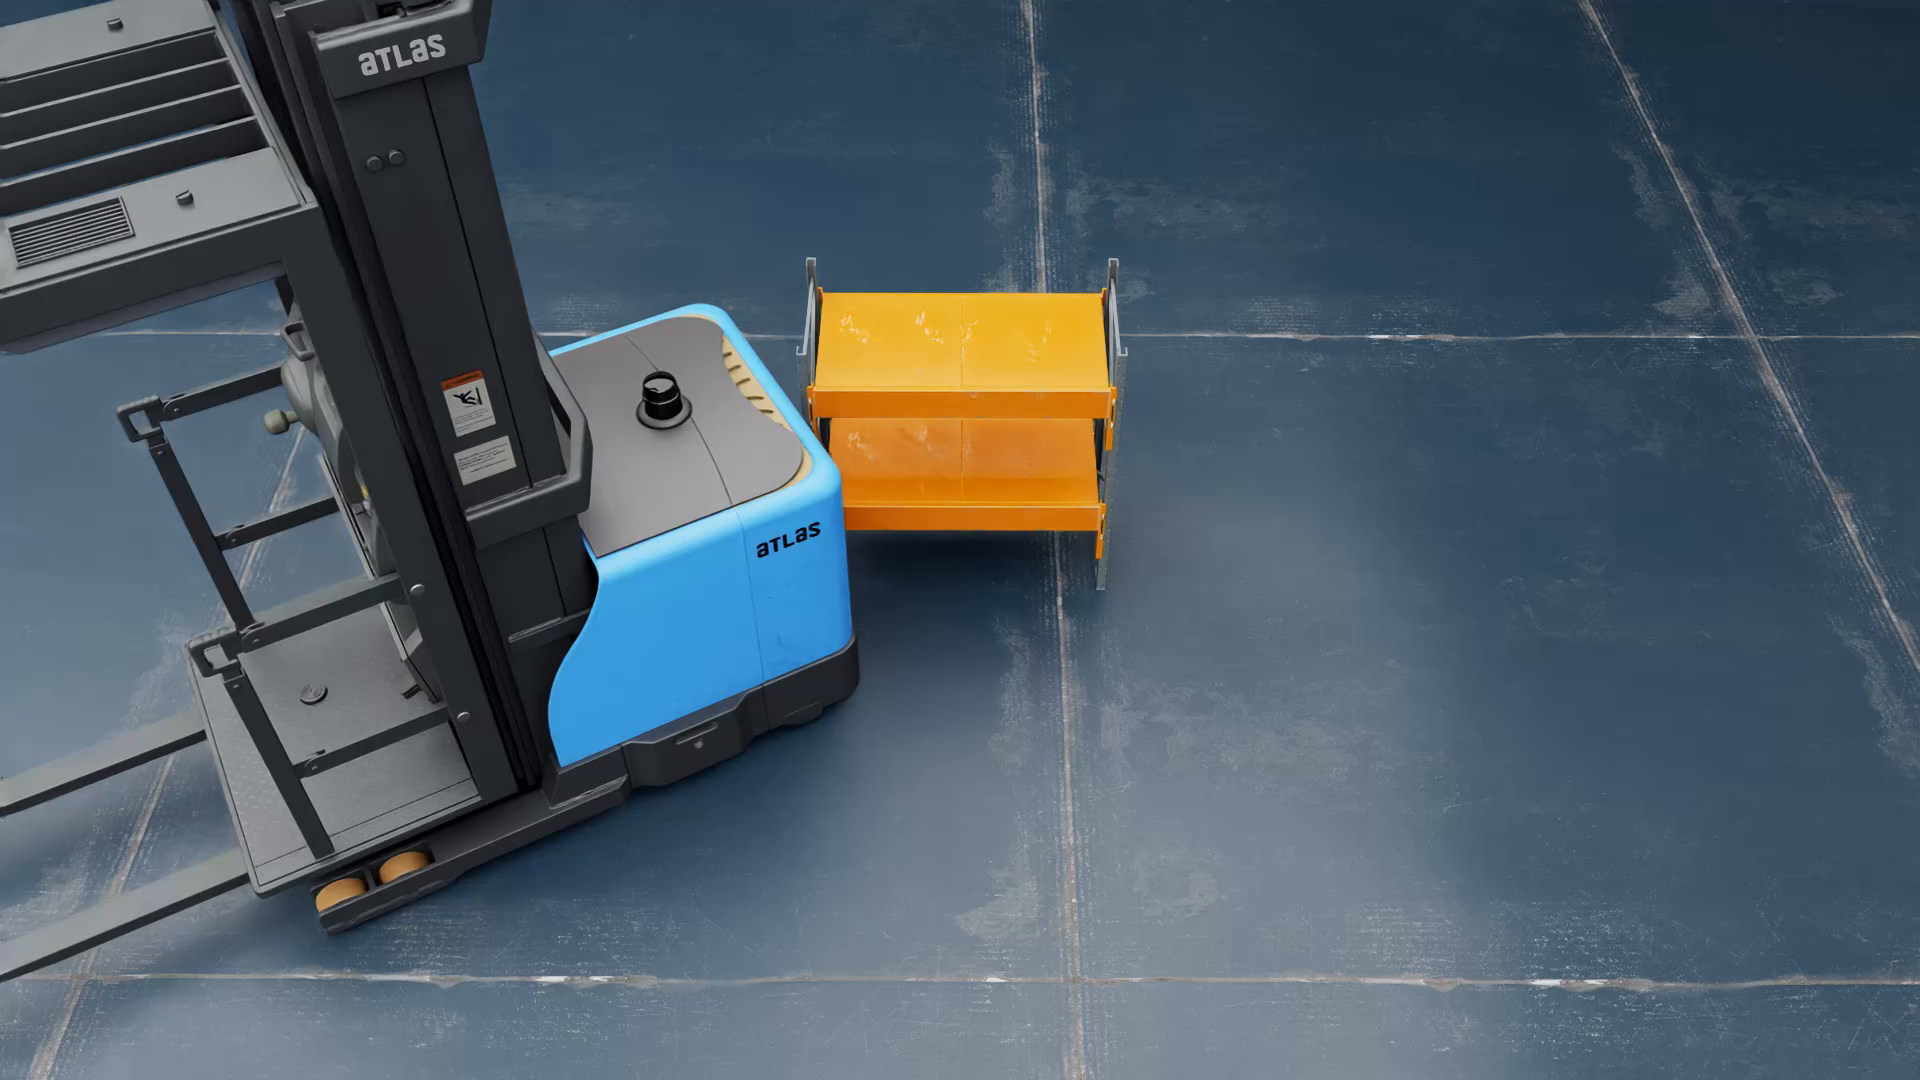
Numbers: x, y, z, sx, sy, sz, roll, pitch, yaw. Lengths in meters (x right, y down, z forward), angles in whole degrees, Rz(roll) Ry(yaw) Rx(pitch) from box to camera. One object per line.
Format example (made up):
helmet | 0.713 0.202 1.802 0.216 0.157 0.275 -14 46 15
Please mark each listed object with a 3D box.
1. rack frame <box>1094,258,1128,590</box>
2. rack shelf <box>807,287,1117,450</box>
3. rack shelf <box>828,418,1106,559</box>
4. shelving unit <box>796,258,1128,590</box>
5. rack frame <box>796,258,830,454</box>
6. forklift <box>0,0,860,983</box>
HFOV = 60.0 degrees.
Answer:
rack frame | 0.515 -0.382 5.837 0.032 1.125 0.500 0 47 0
rack shelf | 0.007 -0.583 5.624 1.000 0.278 0.538 0 47 0
rack shelf | 0.007 -0.217 6.017 1.000 0.278 0.538 0 47 0
shelving unit | 0.007 -0.383 5.838 1.048 1.125 0.538 0 47 0
rack frame | -0.502 -0.385 5.840 0.032 1.125 0.500 0 47 0
forklift | -1.884 -0.245 4.476 3.031 2.935 1.130 -22 51 -19
